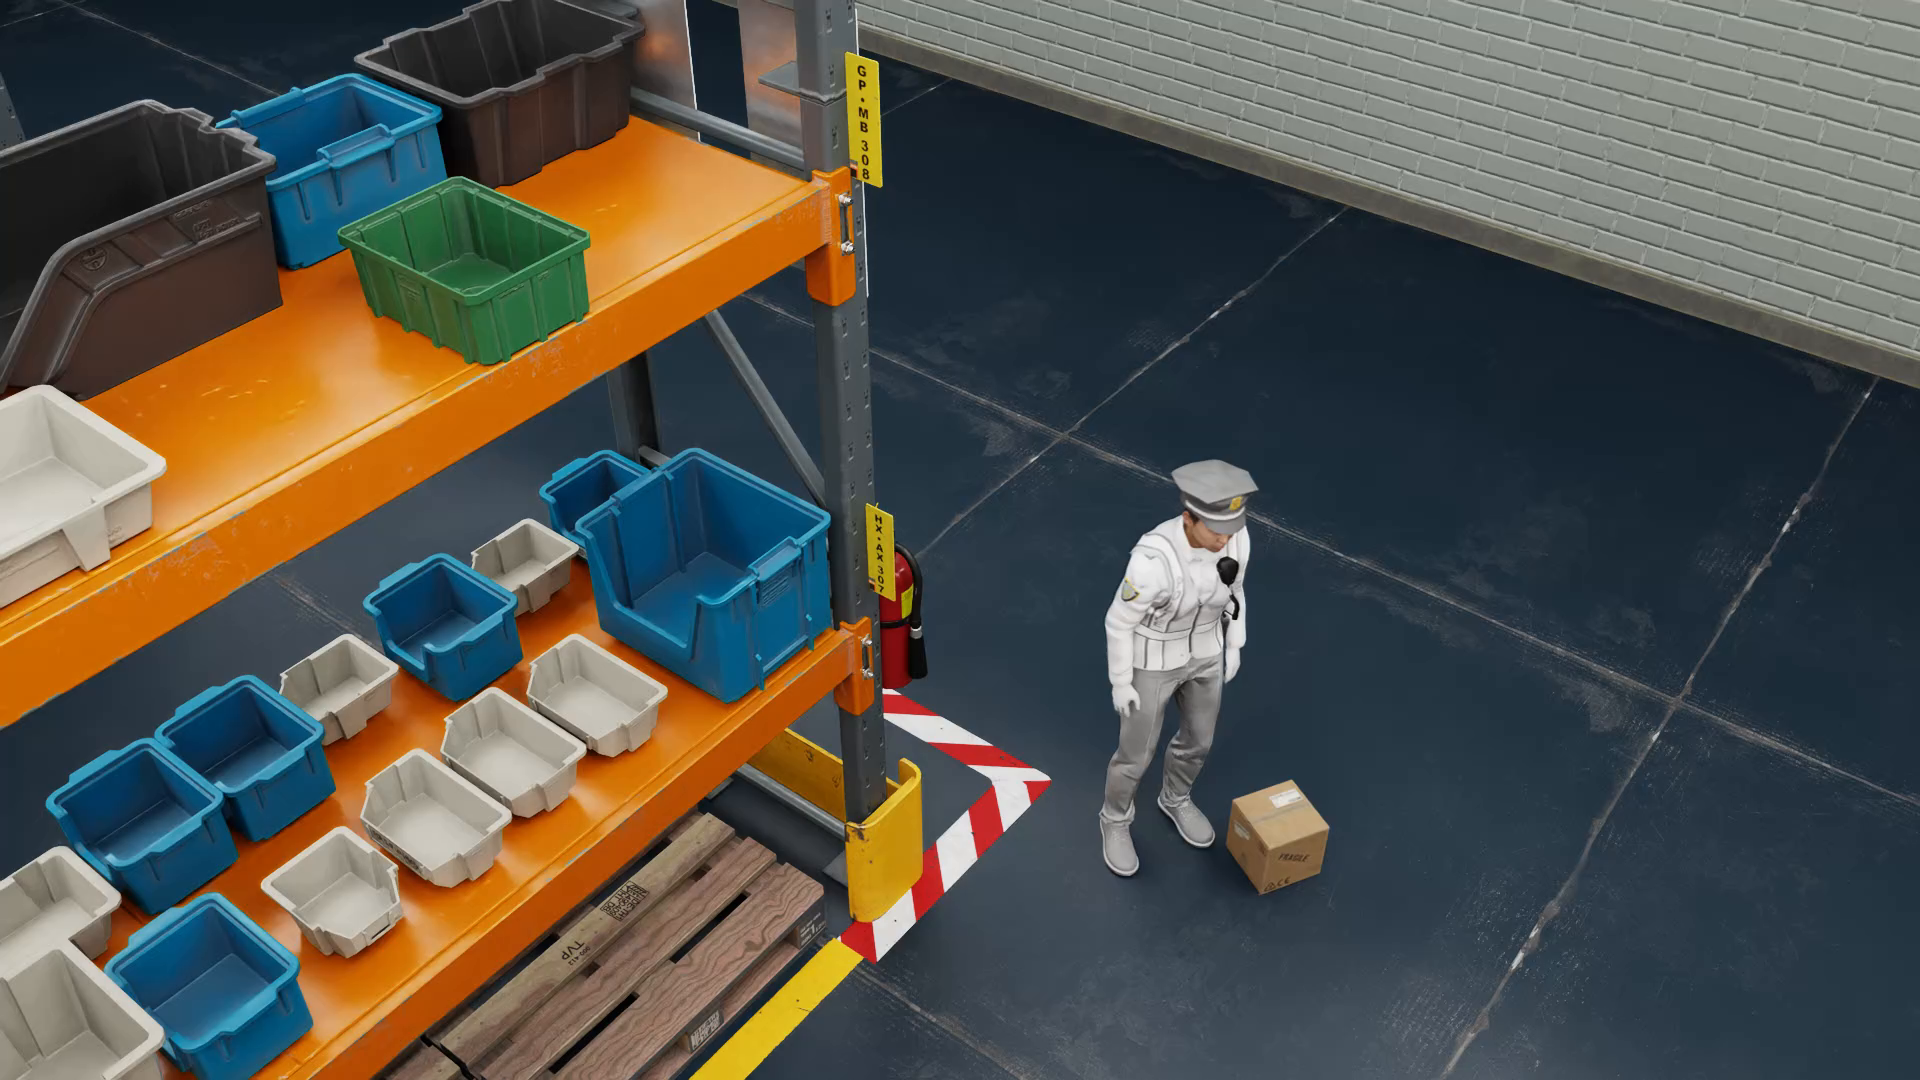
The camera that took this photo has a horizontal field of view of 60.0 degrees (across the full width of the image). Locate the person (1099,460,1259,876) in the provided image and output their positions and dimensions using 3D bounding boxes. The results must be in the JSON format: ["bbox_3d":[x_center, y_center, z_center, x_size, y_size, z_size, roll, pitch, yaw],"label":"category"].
[{"bbox_3d":[0.736,0.418,5.638,0.530,1.661,0.375,-16,42,-19],"label":"person"}]
